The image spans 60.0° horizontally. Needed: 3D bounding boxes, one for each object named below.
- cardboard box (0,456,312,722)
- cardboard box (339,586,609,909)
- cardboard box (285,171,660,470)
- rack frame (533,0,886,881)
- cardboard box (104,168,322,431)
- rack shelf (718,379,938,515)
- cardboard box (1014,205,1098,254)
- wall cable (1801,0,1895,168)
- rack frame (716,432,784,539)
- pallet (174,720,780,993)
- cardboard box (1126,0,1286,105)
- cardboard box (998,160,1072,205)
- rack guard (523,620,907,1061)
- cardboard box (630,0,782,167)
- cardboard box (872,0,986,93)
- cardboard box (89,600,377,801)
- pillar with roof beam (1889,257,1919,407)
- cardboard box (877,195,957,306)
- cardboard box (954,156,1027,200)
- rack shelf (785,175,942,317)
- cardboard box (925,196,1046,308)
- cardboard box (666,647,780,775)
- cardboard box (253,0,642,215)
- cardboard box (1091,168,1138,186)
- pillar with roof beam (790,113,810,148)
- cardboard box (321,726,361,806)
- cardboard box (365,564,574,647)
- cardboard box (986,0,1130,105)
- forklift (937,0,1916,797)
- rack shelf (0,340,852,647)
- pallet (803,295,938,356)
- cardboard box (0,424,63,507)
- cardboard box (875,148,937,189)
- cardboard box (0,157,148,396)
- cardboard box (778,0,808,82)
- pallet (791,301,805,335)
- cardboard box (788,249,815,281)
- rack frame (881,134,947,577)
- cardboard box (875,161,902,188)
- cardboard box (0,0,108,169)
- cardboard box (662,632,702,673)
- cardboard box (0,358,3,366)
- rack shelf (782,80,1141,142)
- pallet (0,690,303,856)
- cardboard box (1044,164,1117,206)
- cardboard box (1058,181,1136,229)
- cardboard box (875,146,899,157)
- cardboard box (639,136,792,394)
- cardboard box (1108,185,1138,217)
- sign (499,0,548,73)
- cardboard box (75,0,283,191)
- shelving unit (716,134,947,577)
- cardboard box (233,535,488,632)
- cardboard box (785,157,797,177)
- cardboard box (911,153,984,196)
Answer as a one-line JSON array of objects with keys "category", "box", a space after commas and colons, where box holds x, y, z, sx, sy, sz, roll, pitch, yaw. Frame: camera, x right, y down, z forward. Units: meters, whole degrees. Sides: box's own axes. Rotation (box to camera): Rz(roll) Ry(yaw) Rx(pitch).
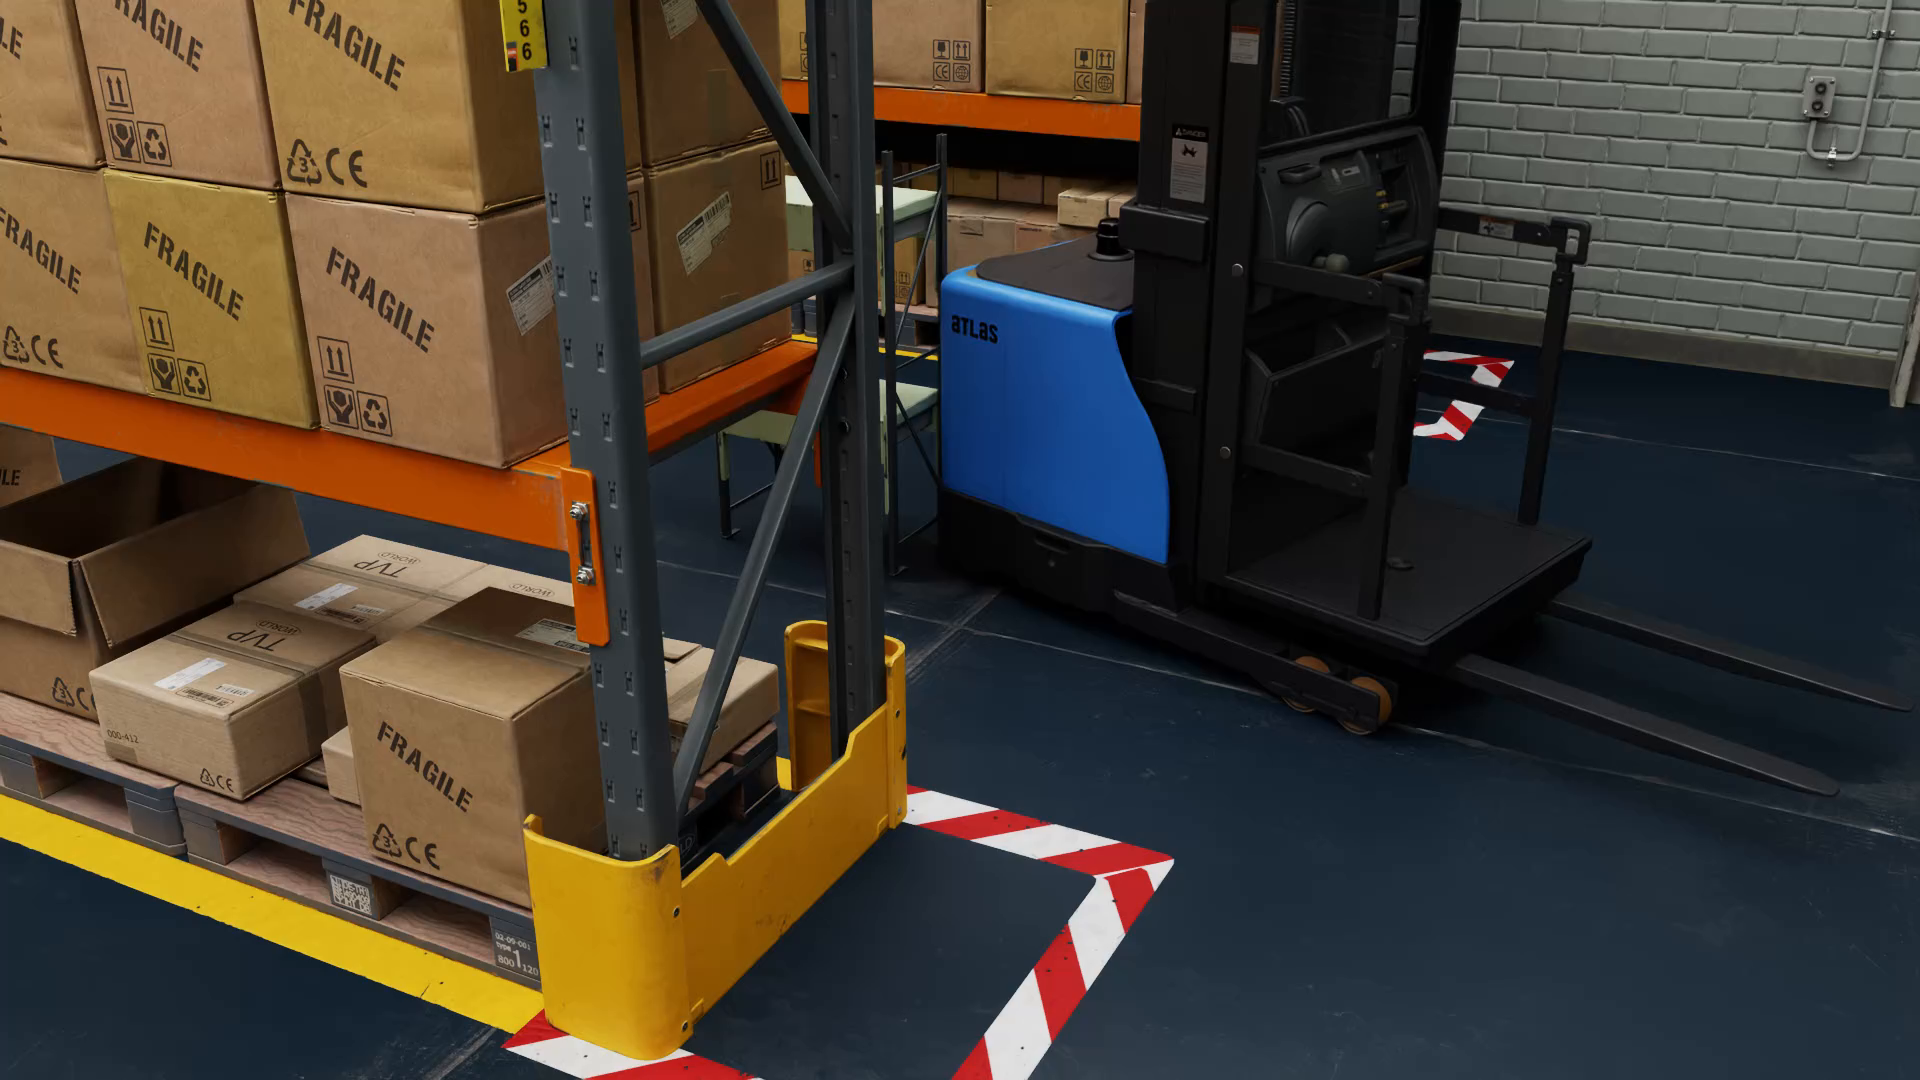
[{"category": "cardboard box", "box": [-2.360, 0.105, 4.799, 0.637, 0.503, 0.797, 11, 25, 25]}, {"category": "cardboard box", "box": [-1.066, 0.473, 3.938, 0.500, 0.500, 0.500, 11, 25, 25]}, {"category": "cardboard box", "box": [-0.992, -0.495, 3.454, 0.500, 0.500, 0.500, 12, 26, 26]}, {"category": "rack frame", "box": [-0.470, -0.465, 3.511, 0.127, 3.000, 1.000, 11, 25, 25]}, {"category": "cardboard box", "box": [-1.457, -0.586, 3.667, 0.500, 0.500, 0.500, 11, 26, 25]}, {"category": "rack shelf", "box": [-0.471, -0.396, 6.097, 0.720, 0.370, 0.431, 12, 26, 26]}, {"category": "cardboard box", "box": [0.646, -1.416, 8.404, 0.500, 0.500, 0.700, 11, 25, 24]}, {"category": "wall cable", "box": [3.332, -2.768, 7.627, 1.851, 1.984, 0.084, 11, 25, 25]}, {"category": "rack frame", "box": [-0.793, -0.764, 6.130, 0.023, 1.500, 0.400, 12, 26, 26]}, {"category": "pallet", "box": [-1.249, 0.664, 4.419, 1.213, 0.211, 1.003, 11, 25, 25]}, {"category": "cardboard box", "box": [1.302, -2.421, 7.726, 0.700, 0.700, 0.980, 12, 26, 27]}, {"category": "cardboard box", "box": [0.391, -1.852, 8.601, 0.250, 0.149, 0.380, 12, 26, 25]}, {"category": "rack guard", "box": [-0.538, 0.672, 4.032, 0.348, 0.500, 1.175, 11, 25, 25]}, {"category": "cardboard box", "box": [-0.747, -1.142, 3.697, 0.500, 0.500, 0.500, 12, 26, 26]}, {"category": "cardboard box", "box": [-0.028, -2.683, 8.343, 0.700, 0.700, 0.980, 10, 25, 22]}, {"category": "cardboard box", "box": [-1.900, 0.409, 4.406, 0.500, 0.250, 0.500, 11, 25, 25]}, {"category": "pillar with roof beam", "box": [2.619, -3.279, 2.461, 0.400, 9.000, 9.100, 11, 25, 25]}, {"category": "cardboard box", "box": [-0.283, -1.596, 8.828, 0.500, 0.500, 0.700, 12, 26, 26]}, {"category": "cardboard box", "box": [0.162, -1.897, 8.707, 0.250, 0.149, 0.380, 11, 26, 25]}, {"category": "rack shelf", "box": [-0.471, -1.055, 5.817, 0.720, 0.370, 0.431, 12, 26, 26]}, {"category": "cardboard box", "box": [0.196, -1.505, 8.612, 0.500, 0.500, 0.700, 10, 25, 23]}, {"category": "cardboard box", "box": [-0.688, 0.450, 4.439, 0.250, 0.149, 0.380, 11, 25, 25]}, {"category": "cardboard box", "box": [-0.991, -0.954, 3.255, 0.500, 0.500, 0.500, 11, 25, 24]}, {"category": "cardboard box", "box": [0.842, -1.763, 8.391, 0.250, 0.149, 0.380, 11, 26, 25]}, {"category": "pillar with roof beam", "box": [-2.735, -4.338, 4.952, 0.400, 9.000, 9.100, 11, 25, 25]}, {"category": "cardboard box", "box": [-1.387, 0.523, 4.245, 0.250, 0.166, 0.380, 11, 25, 25]}, {"category": "cardboard box", "box": [-1.273, 0.314, 4.629, 0.500, 0.250, 0.500, 11, 25, 25]}, {"category": "cardboard box", "box": [0.648, -2.545, 8.019, 0.700, 0.700, 0.980, 11, 25, 24]}, {"category": "forklift", "box": [1.330, -1.006, 4.869, 3.031, 2.935, 1.130, 21, 31, 40]}, {"category": "rack shelf", "box": [-2.255, -0.487, 4.482, 4.000, 0.370, 1.077, 11, 25, 25]}, {"category": "pallet", "box": [-0.072, -1.242, 8.902, 1.213, 0.211, 1.003, 11, 25, 25]}, {"category": "cardboard box", "box": [-3.403, -0.222, 5.571, 0.500, 0.500, 0.500, 11, 25, 25]}, {"category": "cardboard box", "box": [-0.295, -1.987, 8.919, 0.250, 0.149, 0.380, 11, 26, 25]}, {"category": "cardboard box", "box": [-1.900, -0.676, 3.878, 0.500, 0.500, 0.500, 11, 26, 25]}, {"category": "cardboard box", "box": [-0.682, -2.808, 8.637, 0.700, 0.700, 0.980, 11, 25, 23]}, {"category": "pallet", "box": [-1.164, -1.457, 9.407, 1.213, 0.211, 1.003, 11, 25, 25]}, {"category": "cardboard box", "box": [-0.740, -1.688, 9.043, 0.500, 0.500, 0.700, 11, 25, 24]}, {"category": "rack frame", "box": [-0.149, -0.628, 5.809, 0.023, 1.500, 0.400, 12, 26, 26]}, {"category": "cardboard box", "box": [-0.497, -1.860, 8.618, 0.250, 0.149, 0.380, 10, 25, 23]}, {"category": "cardboard box", "box": [-1.907, -1.133, 3.675, 0.500, 0.500, 0.500, 12, 26, 26]}, {"category": "cardboard box", "box": [-0.911, 0.398, 4.539, 0.250, 0.166, 0.380, 11, 25, 25]}, {"category": "cardboard box", "box": [-2.349, -0.765, 4.087, 0.500, 0.500, 0.500, 11, 25, 24]}, {"category": "rack shelf", "box": [-0.023, -2.218, 8.552, 4.000, 0.370, 1.077, 11, 25, 25]}, {"category": "pallet", "box": [-2.334, 0.448, 4.926, 1.213, 0.211, 1.003, 11, 25, 25]}, {"category": "cardboard box", "box": [0.618, -1.807, 8.496, 0.250, 0.149, 0.380, 11, 26, 25]}, {"category": "cardboard box", "box": [0.667, -1.630, 8.079, 0.250, 0.149, 0.380, 12, 26, 26]}, {"category": "cardboard box", "box": [-0.520, -2.032, 9.024, 0.250, 0.149, 0.380, 10, 25, 23]}, {"category": "cardboard box", "box": [-0.747, -0.682, 3.892, 0.500, 0.500, 0.500, 12, 26, 26]}, {"category": "cardboard box", "box": [0.895, -1.585, 7.973, 0.250, 0.149, 0.380, 11, 25, 24]}, {"category": "sign", "box": [-0.738, -0.953, 2.775, 0.005, 0.325, 0.100, 11, 25, 25]}, {"category": "cardboard box", "box": [-1.442, -1.043, 3.464, 0.500, 0.500, 0.500, 12, 26, 26]}, {"category": "shelving unit", "box": [-0.471, -0.696, 5.970, 0.755, 1.500, 0.431, 12, 26, 26]}, {"category": "cardboard box", "box": [-1.719, 0.226, 4.837, 0.500, 0.250, 0.500, 11, 25, 25]}, {"category": "cardboard box", "box": [-0.963, -1.952, 8.835, 0.250, 0.149, 0.380, 12, 26, 26]}, {"category": "cardboard box", "box": [-0.064, -1.942, 8.812, 0.250, 0.149, 0.380, 11, 25, 24]}]
